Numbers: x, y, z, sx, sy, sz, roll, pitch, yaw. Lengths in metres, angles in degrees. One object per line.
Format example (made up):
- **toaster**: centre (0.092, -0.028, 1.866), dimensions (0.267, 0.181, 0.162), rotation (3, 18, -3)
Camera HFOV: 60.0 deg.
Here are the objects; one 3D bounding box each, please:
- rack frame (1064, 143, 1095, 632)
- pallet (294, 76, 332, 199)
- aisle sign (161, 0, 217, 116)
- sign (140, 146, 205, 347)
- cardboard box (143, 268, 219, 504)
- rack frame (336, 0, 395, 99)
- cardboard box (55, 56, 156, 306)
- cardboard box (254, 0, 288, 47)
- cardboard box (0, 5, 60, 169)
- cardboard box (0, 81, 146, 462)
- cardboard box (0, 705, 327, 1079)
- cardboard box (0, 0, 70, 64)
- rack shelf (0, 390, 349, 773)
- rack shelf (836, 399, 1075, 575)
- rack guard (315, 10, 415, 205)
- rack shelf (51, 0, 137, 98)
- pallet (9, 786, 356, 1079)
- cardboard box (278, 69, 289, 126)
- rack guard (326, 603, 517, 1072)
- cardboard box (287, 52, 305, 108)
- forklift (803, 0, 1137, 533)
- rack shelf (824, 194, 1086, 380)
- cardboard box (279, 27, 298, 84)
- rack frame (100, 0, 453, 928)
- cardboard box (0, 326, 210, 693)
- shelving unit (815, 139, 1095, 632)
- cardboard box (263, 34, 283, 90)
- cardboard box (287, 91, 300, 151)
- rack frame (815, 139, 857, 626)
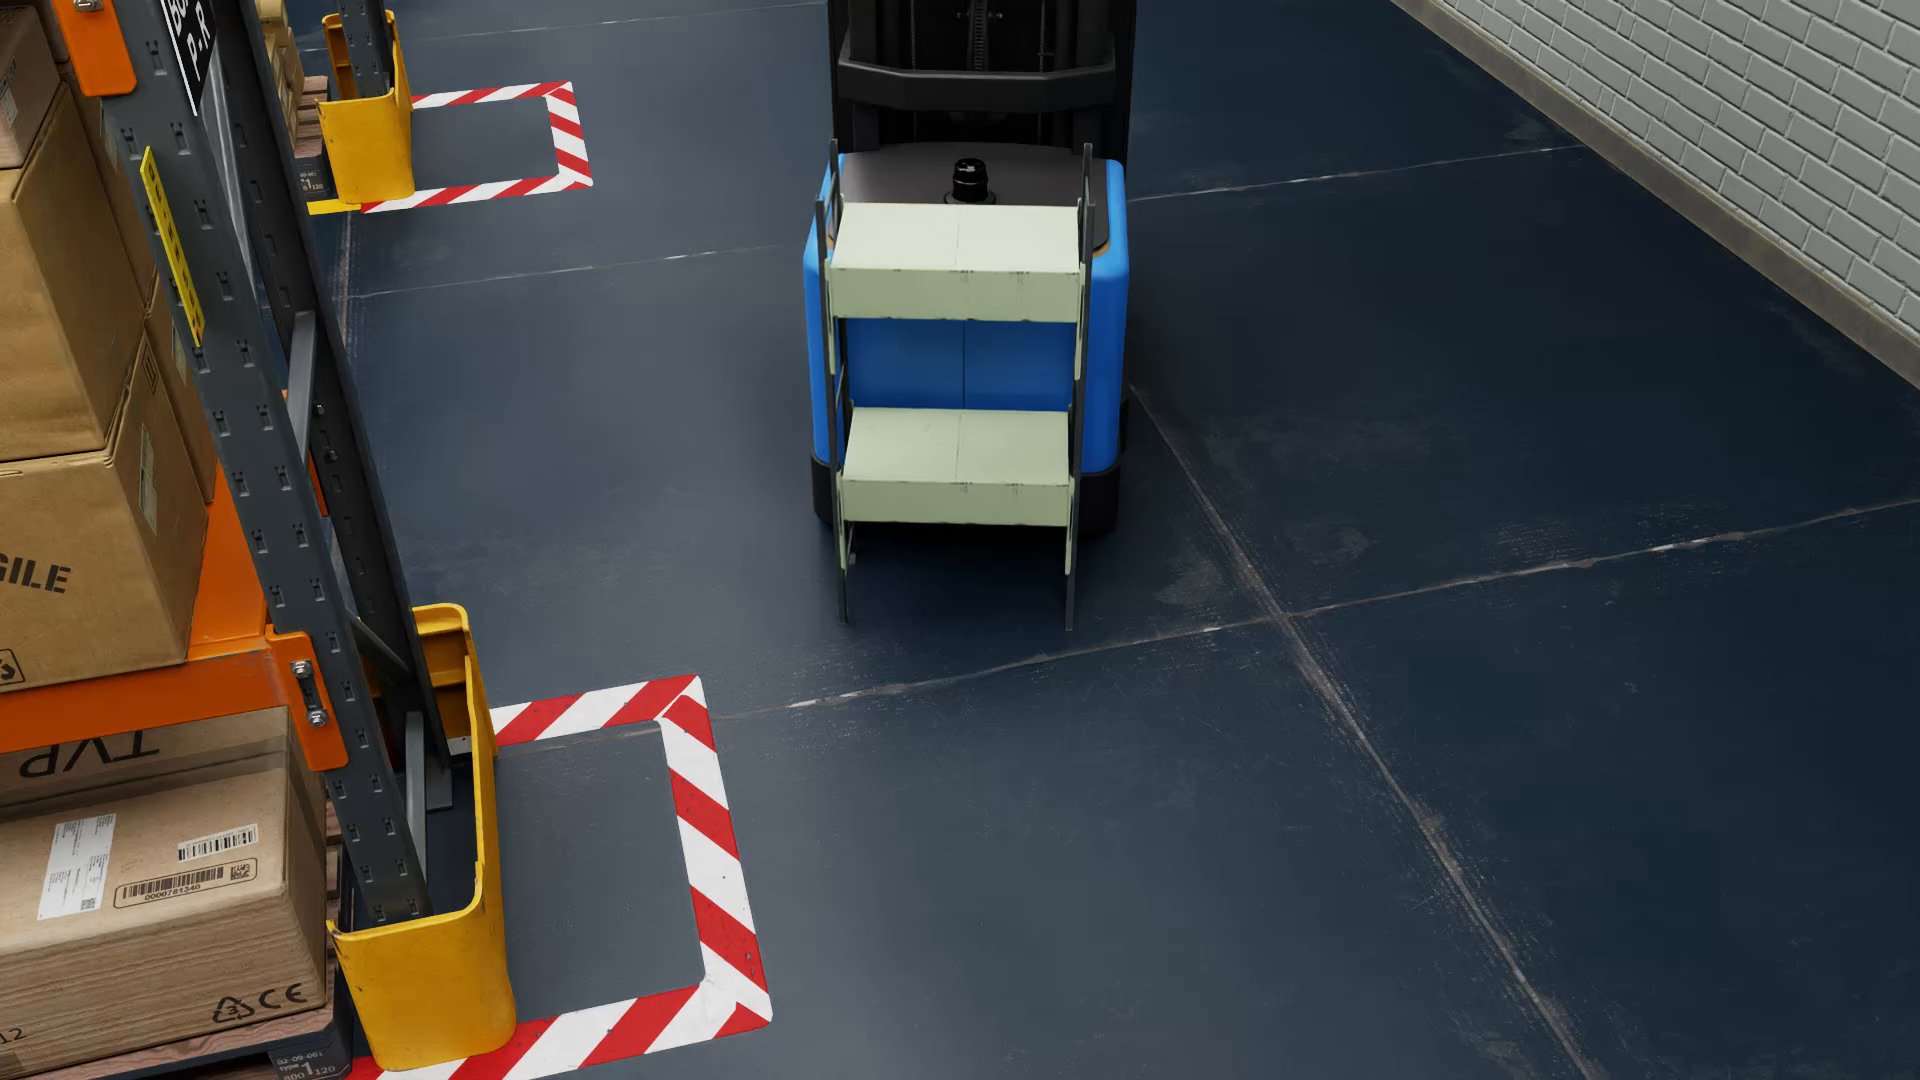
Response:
- **rack frame**: centre (0.359, -0.421, 5.066), dimensions (0.023, 1.500, 0.400), rotation (1, 37, 2)
- **pallet**: centre (-3.691, -1.911, 8.075), dimensions (1.213, 0.211, 1.003), rotation (-9, 38, -12)
- **aisle sign**: centre (-1.285, -1.113, 2.597), dimensions (0.004, 0.787, 0.394), rotation (-9, 38, -12)
- **sign**: centre (-1.307, -0.485, 2.767), dimensions (0.005, 0.325, 0.100), rotation (-9, 38, -12)
- **cardboard box**: centre (-1.974, -0.383, 3.700), dimensions (0.500, 0.500, 0.500), rotation (-10, 38, -12)
- **rack frame**: centre (-2.824, -3.139, 7.384), dimensions (0.127, 3.000, 1.000), rotation (-9, 38, -12)
- **cardboard box**: centre (-1.973, -0.779, 3.395), dimensions (0.500, 0.500, 0.500), rotation (-10, 39, -13)
- **cardboard box**: centre (-3.418, -2.526, 8.094), dimensions (0.250, 0.149, 0.380), rotation (-11, 39, -14)
- **cardboard box**: centre (-1.730, -0.771, 2.851), dimensions (0.250, 0.149, 0.380), rotation (-9, 38, -11)
- **cardboard box**: centre (-1.839, -0.472, 2.993), dimensions (0.500, 0.500, 0.500), rotation (-8, 38, -10)
- **cardboard box**: centre (-2.047, 0.763, 4.047), dimensions (0.875, 0.438, 0.875), rotation (-11, 39, -13)
- **cardboard box**: centre (-1.850, -1.052, 3.217), dimensions (0.250, 0.149, 0.380), rotation (-9, 38, -11)
- **rack shelf**: centre (-3.366, 0.351, 3.414), dimensions (4.000, 0.370, 1.077), rotation (-9, 38, -12)
- **rack shelf**: centre (-0.006, -0.171, 5.276), dimensions (0.720, 0.370, 0.431), rotation (1, 37, 2)
- **rack guard**: centre (-2.897, -2.134, 8.128), dimensions (0.348, 0.500, 1.175), rotation (-9, 38, -12)
- **rack shelf**: centre (-3.366, -0.840, 2.503), dimensions (4.000, 0.370, 1.077), rotation (-9, 38, -12)
- **pallet**: centre (-2.187, 1.029, 4.231), dimensions (1.213, 0.211, 1.003), rotation (-9, 38, -12)
- **cardboard box**: centre (-3.259, -2.040, 7.704), dimensions (0.250, 0.149, 0.380), rotation (-10, 39, -13)
- **rack guard**: centre (-1.412, 0.738, 4.374), dimensions (0.348, 0.500, 1.175), rotation (-9, 38, -12)
- **cardboard box**: centre (-3.413, -2.278, 8.260), dimensions (0.250, 0.149, 0.380), rotation (-9, 38, -11)
- **forklift**: centre (0.090, -2.063, 6.034), dimensions (1.130, 2.935, 3.031), rotation (2, 37, 2)
- **rack shelf**: centre (-0.006, -0.740, 4.841), dimensions (0.720, 0.370, 0.431), rotation (1, 37, 2)
- **cardboard box**: centre (-3.396, -2.359, 8.121), dimensions (0.250, 0.149, 0.380), rotation (-8, 38, -10)
- **rack frame**: centre (-1.435, -0.251, 3.610), dimensions (0.127, 3.000, 1.000), rotation (-9, 38, -12)
- **cardboard box**: centre (-1.832, -0.059, 3.276), dimensions (0.500, 0.500, 0.500), rotation (-9, 38, -12)
- **shelving unit**: centre (-0.006, -0.430, 5.078), dimensions (0.755, 1.500, 0.431), rotation (1, 37, 2)
- **cardboard box**: centre (-3.269, -2.177, 7.638), dimensions (0.250, 0.149, 0.380), rotation (-9, 38, -11)
- **cardboard box**: centre (-3.277, -1.968, 7.854), dimensions (0.250, 0.149, 0.380), rotation (-9, 38, -11)
- **rack frame**: centre (-0.372, -0.439, 5.090), dimensions (0.023, 1.500, 0.400), rotation (1, 37, 2)
